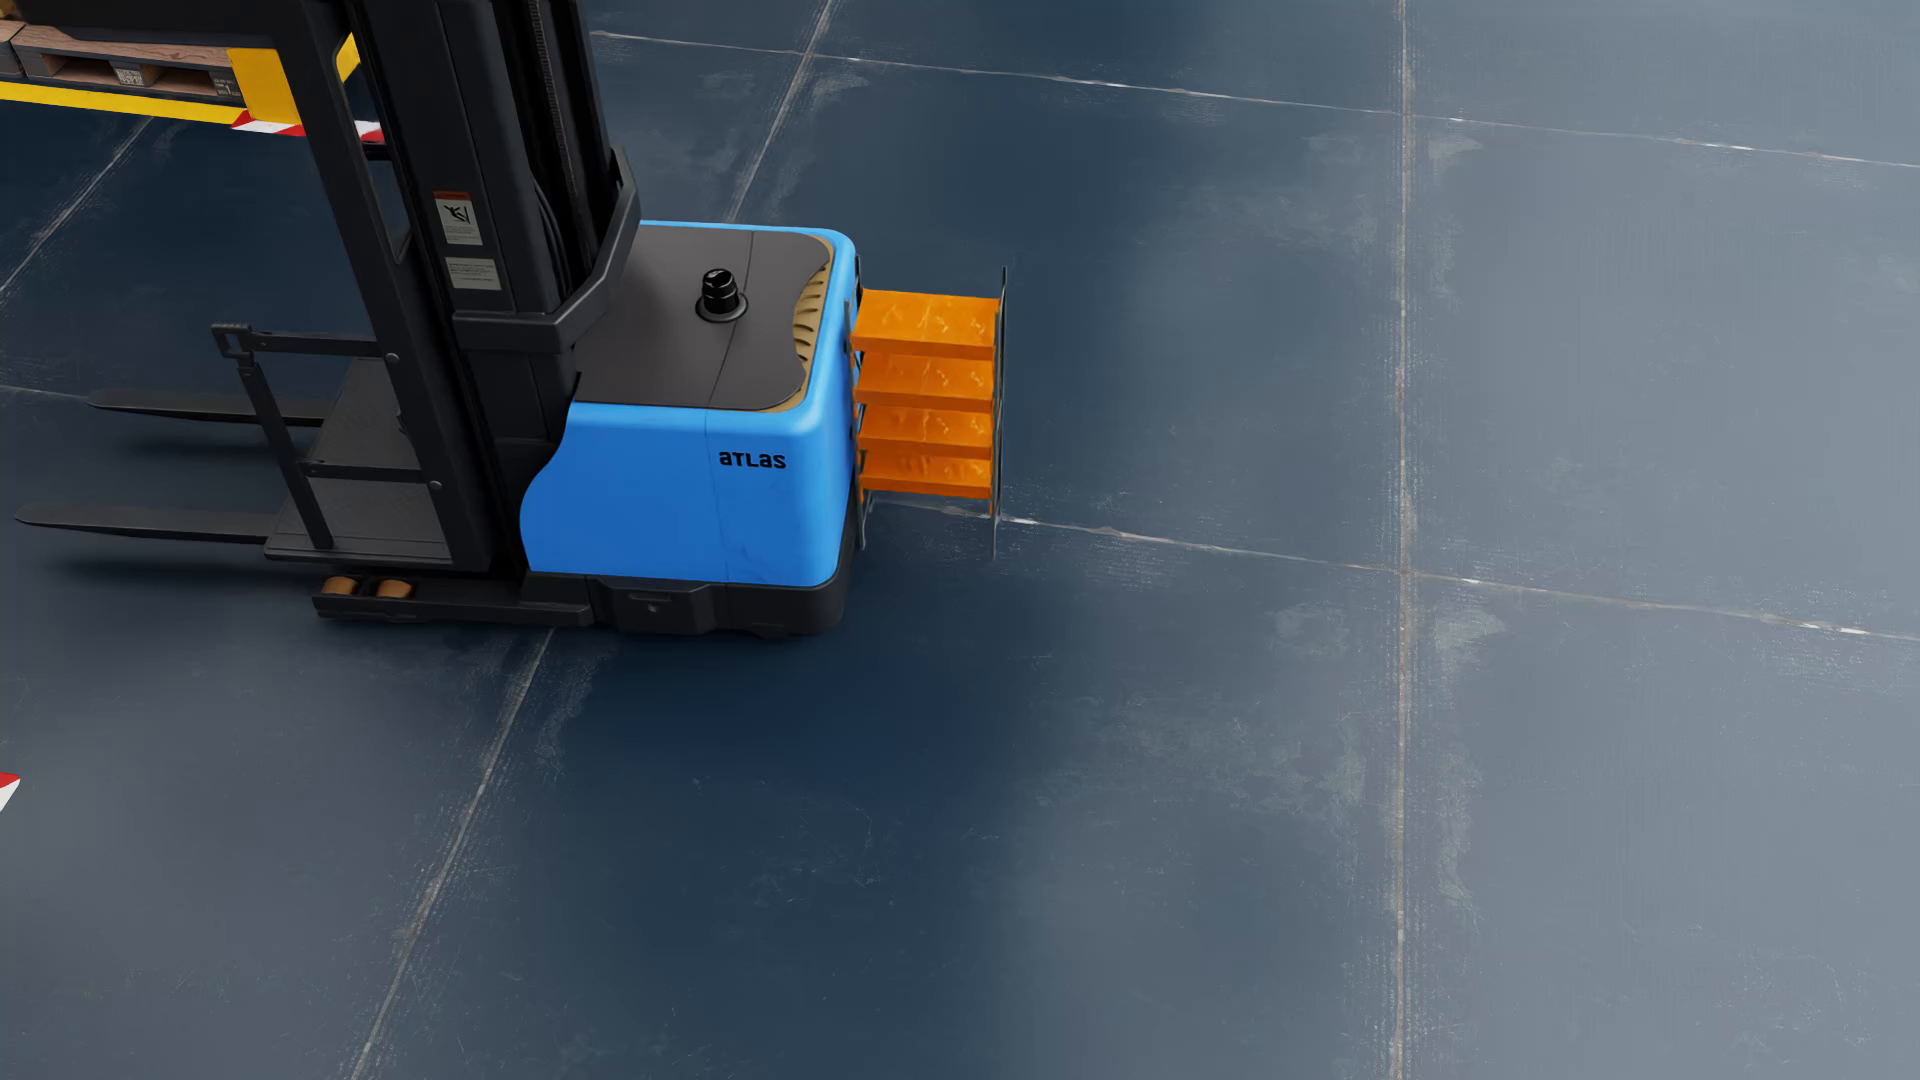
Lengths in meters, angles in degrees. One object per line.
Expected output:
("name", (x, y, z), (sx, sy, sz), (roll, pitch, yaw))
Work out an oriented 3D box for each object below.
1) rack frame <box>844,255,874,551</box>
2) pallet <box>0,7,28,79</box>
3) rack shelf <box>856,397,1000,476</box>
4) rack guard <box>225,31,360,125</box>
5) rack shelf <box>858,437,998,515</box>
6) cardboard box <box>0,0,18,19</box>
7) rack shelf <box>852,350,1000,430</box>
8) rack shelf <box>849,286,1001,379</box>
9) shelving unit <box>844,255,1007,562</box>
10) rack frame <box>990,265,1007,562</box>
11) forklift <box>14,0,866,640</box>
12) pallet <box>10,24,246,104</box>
("rack frame", (-0.352, -0.451, 5.848), (0.015, 1.200, 0.240), (5, 48, 4))
("pallet", (-5.195, -2.820, 8.642), (1.213, 0.211, 1.003), (8, 49, 7))
("rack shelf", (-0.110, -0.385, 5.880), (0.480, 0.148, 0.258), (5, 48, 4))
("rack guard", (-3.204, -2.620, 8.268), (0.348, 0.500, 1.175), (8, 49, 7))
("rack shelf", (-0.110, -0.252, 6.027), (0.480, 0.148, 0.258), (5, 48, 4))
("cardboard box", (-4.948, -2.996, 8.323), (0.500, 0.500, 0.500), (12, 49, 10))
("rack shelf", (-0.110, -0.534, 5.713), (0.480, 0.148, 0.258), (5, 48, 4))
("rack shelf", (-0.110, -0.692, 5.537), (0.480, 0.148, 0.258), (5, 48, 4))
("shelving unit", (-0.110, -0.430, 5.830), (0.503, 1.200, 0.258), (5, 48, 4))
("rack frame", (0.133, -0.409, 5.811), (0.015, 1.200, 0.240), (5, 48, 4))
("forklift", (-1.893, -1.070, 5.241), (3.031, 2.935, 1.130), (3, 48, 3))
("pallet", (-3.998, -2.656, 8.495), (1.213, 0.211, 1.003), (8, 49, 7))
